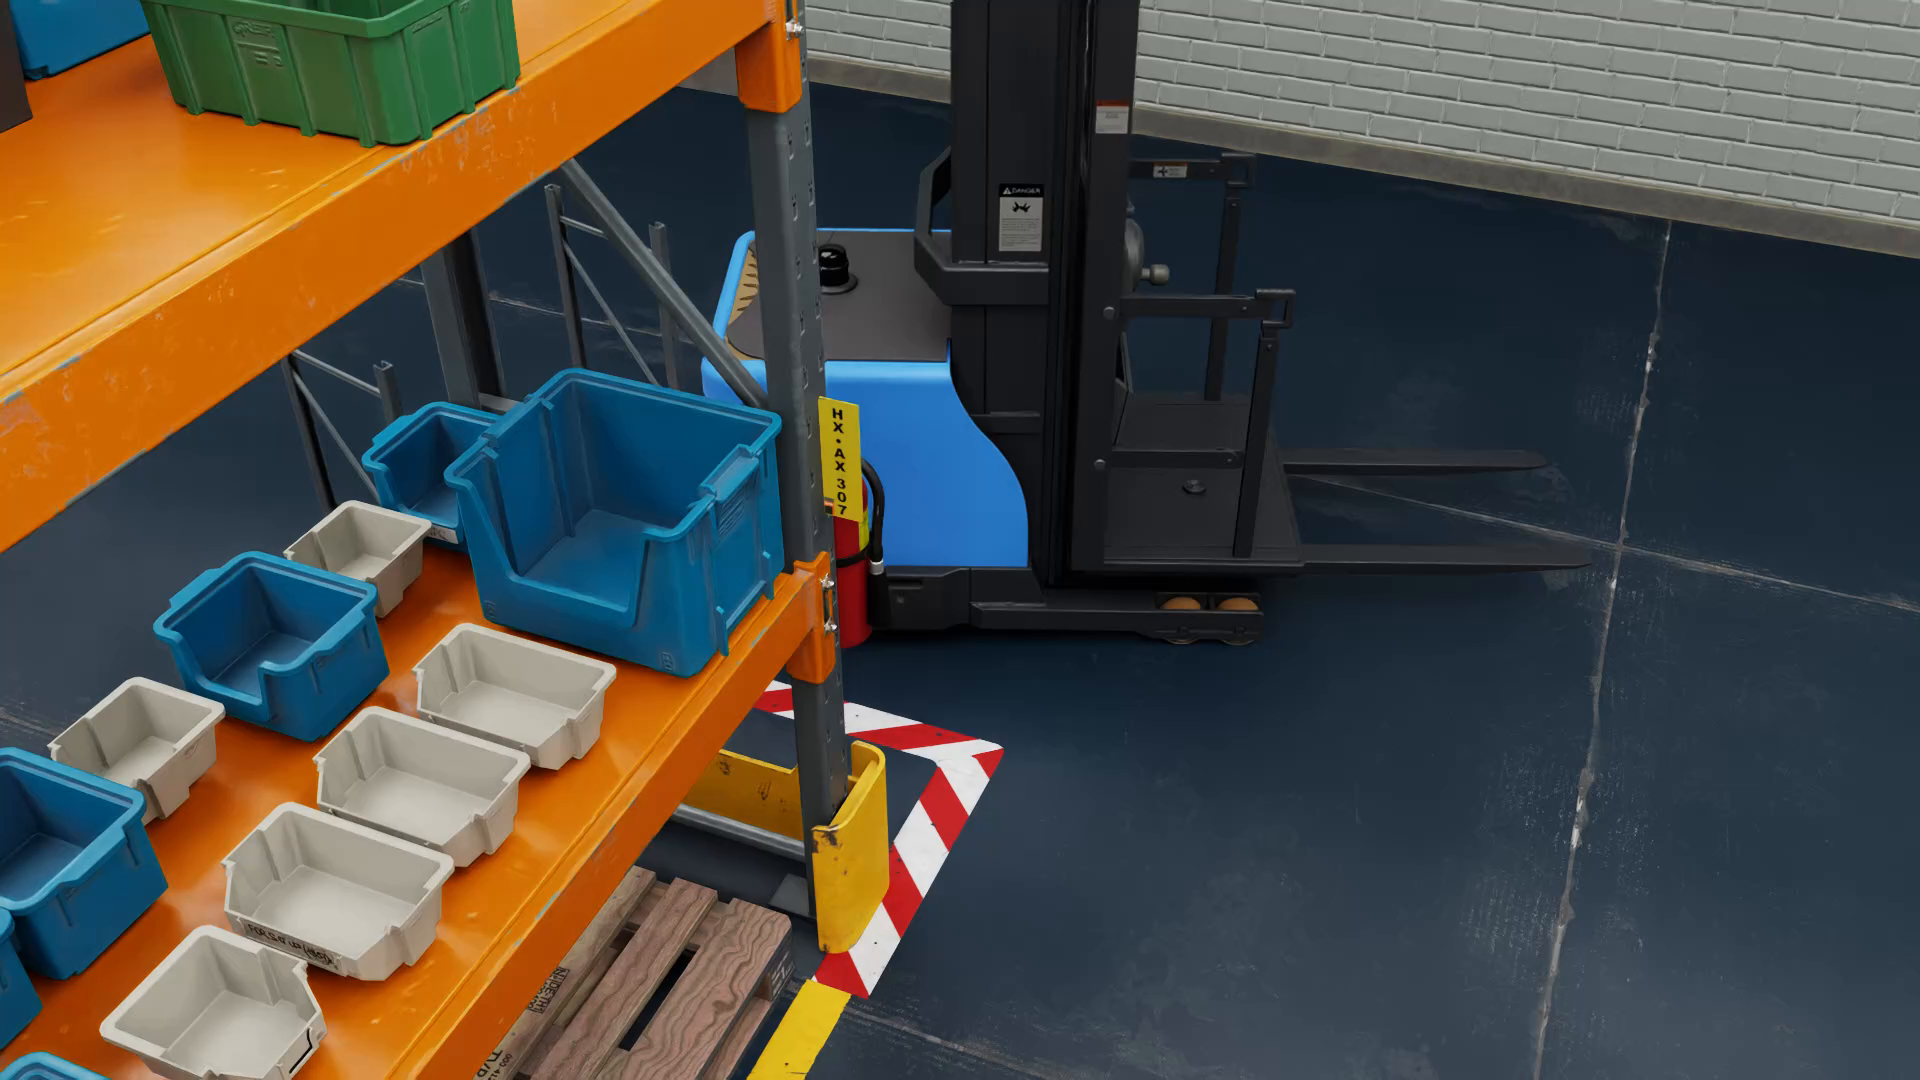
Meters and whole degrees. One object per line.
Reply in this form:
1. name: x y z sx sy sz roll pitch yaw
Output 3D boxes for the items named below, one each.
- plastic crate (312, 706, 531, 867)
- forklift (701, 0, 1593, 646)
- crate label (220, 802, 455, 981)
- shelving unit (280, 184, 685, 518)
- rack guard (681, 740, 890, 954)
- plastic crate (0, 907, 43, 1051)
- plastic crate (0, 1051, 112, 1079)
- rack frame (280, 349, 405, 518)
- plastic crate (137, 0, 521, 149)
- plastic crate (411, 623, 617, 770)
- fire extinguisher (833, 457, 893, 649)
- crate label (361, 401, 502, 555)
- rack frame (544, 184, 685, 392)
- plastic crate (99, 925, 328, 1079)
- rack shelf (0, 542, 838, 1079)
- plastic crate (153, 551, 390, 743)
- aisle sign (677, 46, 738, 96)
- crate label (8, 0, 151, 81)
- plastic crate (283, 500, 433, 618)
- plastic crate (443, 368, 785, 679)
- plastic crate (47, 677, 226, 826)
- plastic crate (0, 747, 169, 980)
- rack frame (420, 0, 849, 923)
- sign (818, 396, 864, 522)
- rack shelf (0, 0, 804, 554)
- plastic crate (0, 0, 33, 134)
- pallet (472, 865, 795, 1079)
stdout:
1. plastic crate: -1.057 0.497 3.250 0.396 0.136 0.243 14 39 18
2. forklift: 0.690 -1.133 5.317 3.031 2.935 1.130 1 37 1
3. crate label: -1.140 0.657 3.036 0.396 0.136 0.243 14 39 18
4. shelving unit: -1.392 -0.188 5.249 0.587 1.500 1.083 24 43 28
5. rack guard: -0.793 0.750 4.829 1.175 0.500 0.348 14 39 18
6. plastic crate: -1.804 0.765 2.810 0.416 0.233 0.300 14 39 18
7. plastic crate: -1.335 1.004 2.491 0.416 0.233 0.300 14 39 18
8. rack frame: -1.697 0.062 4.914 0.500 1.500 0.032 24 43 28
9. plastic crate: -0.901 -0.740 2.406 0.450 0.188 0.336 14 39 18
10. plastic crate: -0.933 0.340 3.460 0.396 0.136 0.243 14 39 18
11. fire extinguisher: -0.313 -0.034 4.166 0.296 0.674 0.183 14 39 18
12. crate label: -1.189 -0.130 4.008 0.416 0.233 0.303 14 39 18
13. rack frame: -1.098 -0.430 5.572 0.500 1.500 0.032 24 43 28
14. plastic crate: -1.236 0.825 2.811 0.298 0.136 0.250 14 39 18
15. rack shelf: -1.551 1.161 2.792 1.077 0.370 4.000 14 39 18
16. plastic crate: -1.439 0.235 3.520 0.416 0.233 0.300 14 39 18
17. aisle sign: -0.492 -1.249 3.244 0.394 0.787 0.004 14 39 18
18. crate label: -1.440 -0.939 2.620 0.408 0.251 0.502 14 39 18
19. plastic crate: -1.387 0.067 3.825 0.250 0.136 0.298 14 39 18
20. plastic crate: -0.745 -0.045 3.725 0.616 0.435 0.499 14 39 18
21. plastic crate: -1.645 0.443 3.322 0.250 0.136 0.298 14 39 18
22. plastic crate: -1.690 0.599 3.033 0.416 0.233 0.300 14 39 18
23. rack frame: -0.790 -0.235 4.058 1.000 3.000 0.127 14 39 18
24. sign: -0.275 -0.184 3.854 0.100 0.325 0.005 14 39 18
25. rack shelf: -1.551 -0.041 1.894 1.077 0.370 4.000 14 39 18
26. plastic crate: -1.626 -0.628 2.131 0.504 0.338 0.767 14 39 18
27. pallet: -1.140 1.330 4.294 1.003 0.211 1.213 14 39 18
